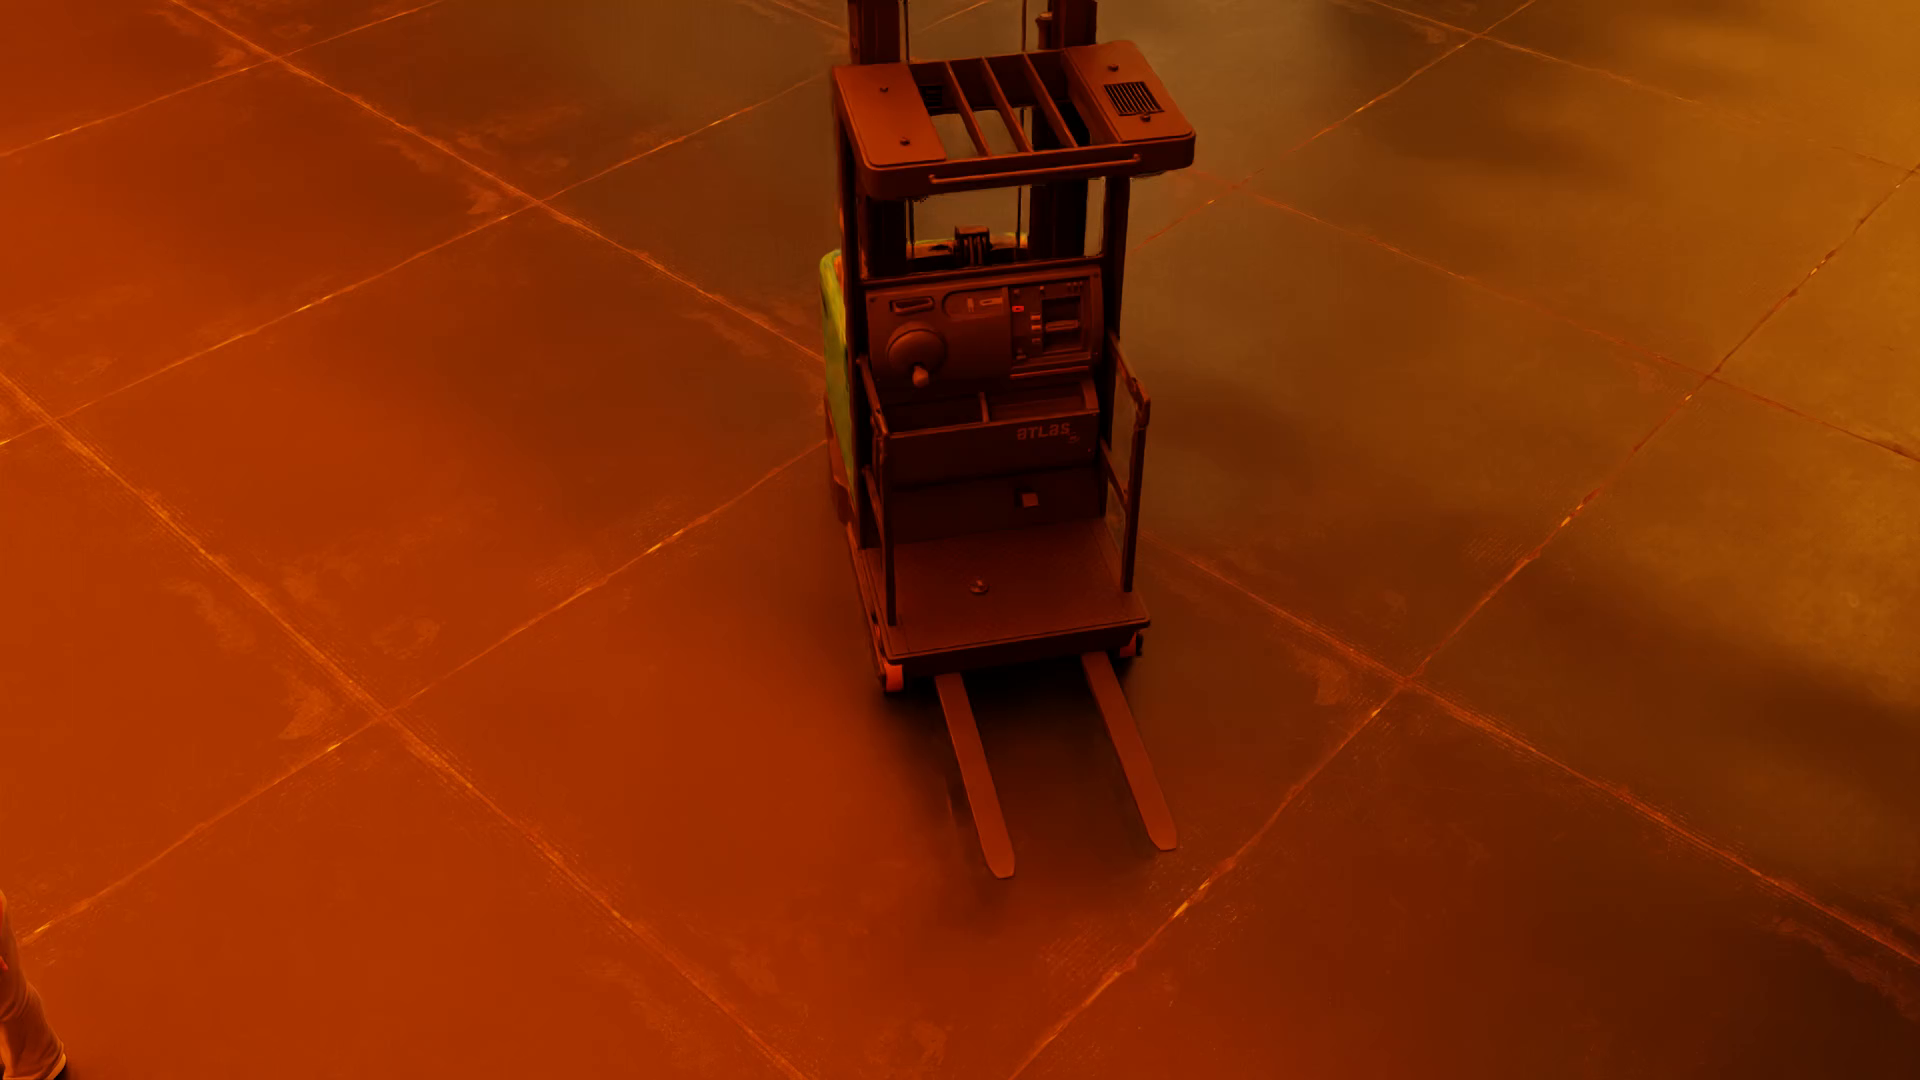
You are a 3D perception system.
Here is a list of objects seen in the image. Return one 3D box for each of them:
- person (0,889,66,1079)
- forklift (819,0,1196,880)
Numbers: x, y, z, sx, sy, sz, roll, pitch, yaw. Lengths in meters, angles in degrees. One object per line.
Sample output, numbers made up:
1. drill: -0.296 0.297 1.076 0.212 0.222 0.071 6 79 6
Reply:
1. person: -3.101 1.189 4.996 0.550 1.672 0.548 18 44 20
2. forklift: 0.148 -0.743 6.294 1.130 2.935 3.031 -8 41 -9
